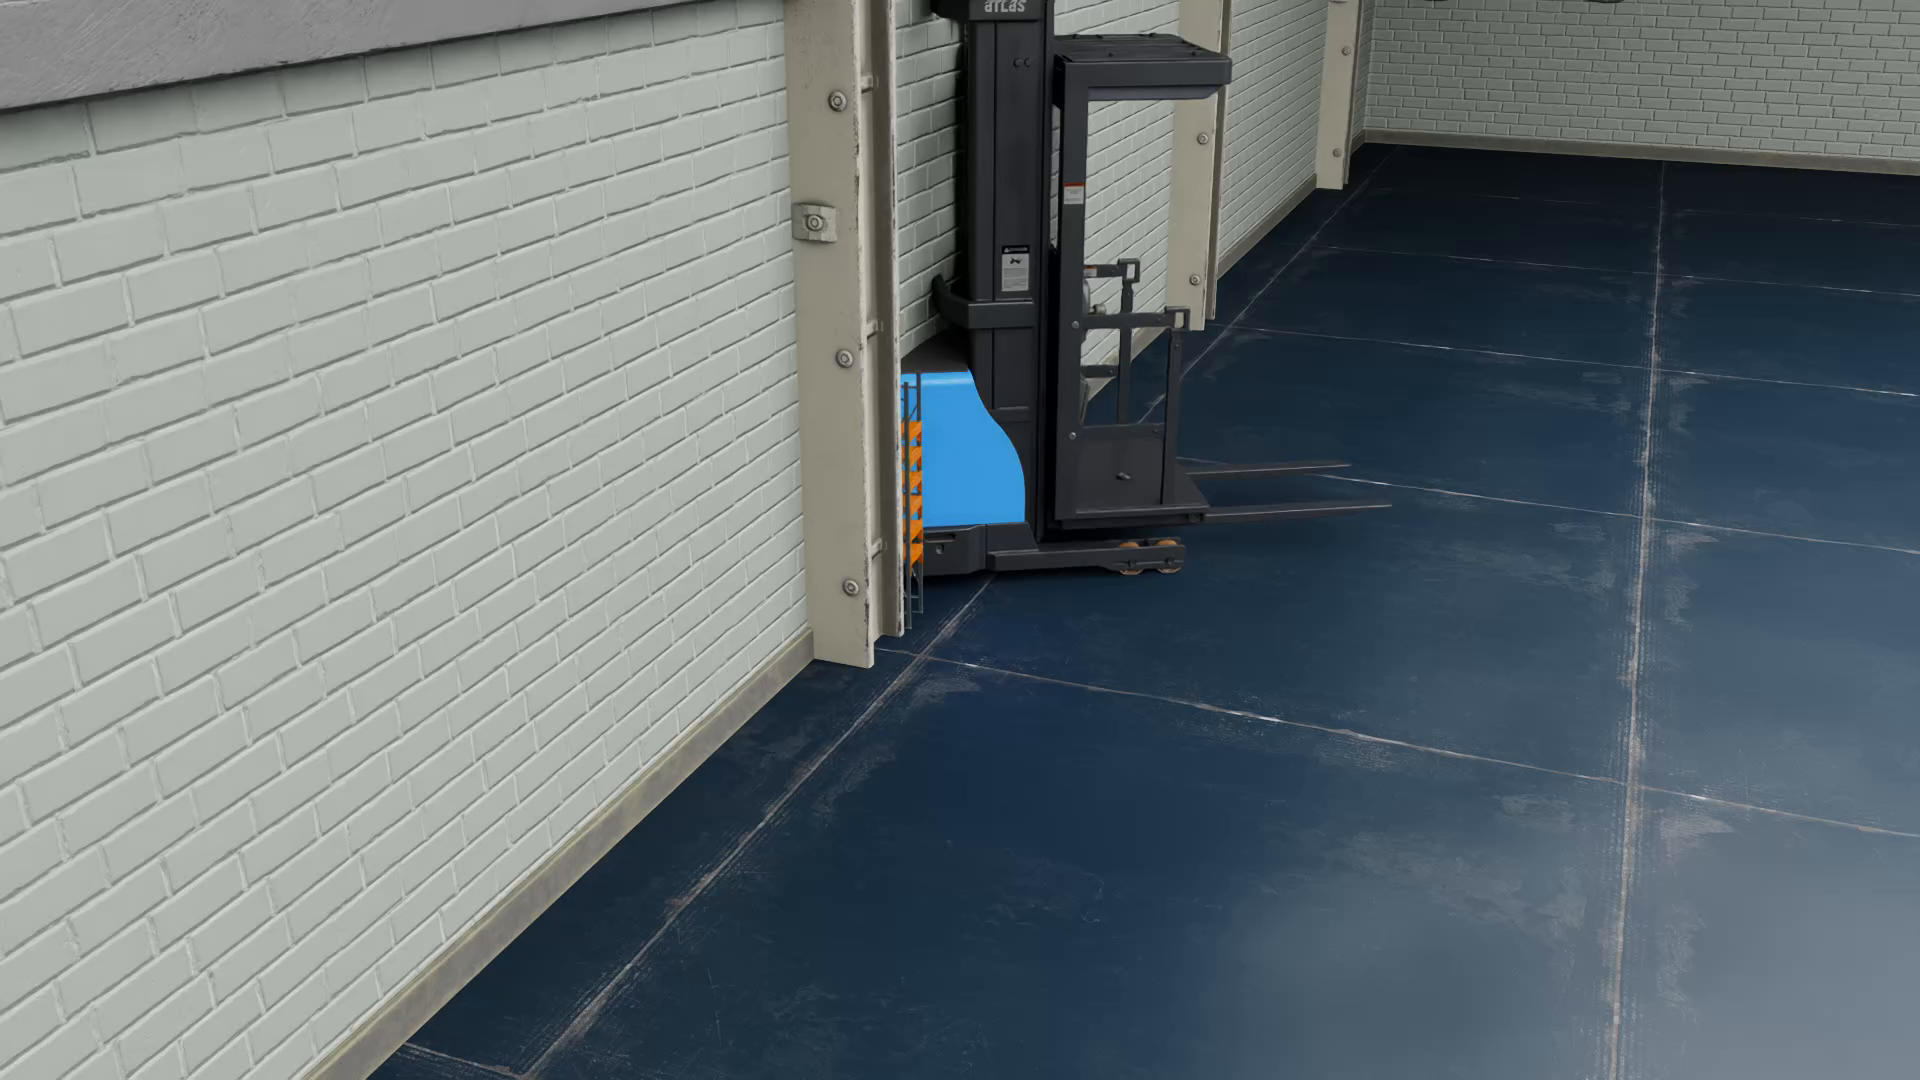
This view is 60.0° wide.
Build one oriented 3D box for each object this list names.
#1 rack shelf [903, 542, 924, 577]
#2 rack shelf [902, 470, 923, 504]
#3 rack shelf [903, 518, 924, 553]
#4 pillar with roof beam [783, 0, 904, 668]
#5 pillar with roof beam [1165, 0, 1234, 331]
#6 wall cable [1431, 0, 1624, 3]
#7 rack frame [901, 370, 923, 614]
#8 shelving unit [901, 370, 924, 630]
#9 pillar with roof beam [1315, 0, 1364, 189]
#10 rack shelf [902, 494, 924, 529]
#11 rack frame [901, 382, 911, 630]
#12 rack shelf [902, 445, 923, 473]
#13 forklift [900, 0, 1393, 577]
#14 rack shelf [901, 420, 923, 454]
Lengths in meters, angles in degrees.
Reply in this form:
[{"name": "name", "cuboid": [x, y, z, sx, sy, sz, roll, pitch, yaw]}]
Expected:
[{"name": "rack shelf", "cuboid": [-0.318, 0.079, 7.742, 0.258, 0.103, 0.180, 6, 23, 15]}, {"name": "rack shelf", "cuboid": [-0.317, -0.254, 7.604, 0.258, 0.103, 0.180, 6, 23, 15]}, {"name": "rack shelf", "cuboid": [-0.317, -0.032, 7.696, 0.258, 0.103, 0.180, 6, 23, 15]}, {"name": "pillar with roof beam", "cuboid": [3.524, -3.058, 4.397, 9.100, 9.000, 0.400, 9, 24, 20]}, {"name": "pillar with roof beam", "cuboid": [5.753, -5.206, 9.537, 9.100, 9.000, 0.400, 9, 24, 20]}, {"name": "wall cable", "cuboid": [6.306, -7.401, 18.822, 3.097, 2.526, 0.112, 9, 24, 20]}, {"name": "rack frame", "cuboid": [-0.292, -0.218, 7.714, 0.240, 1.200, 0.006, 6, 23, 15]}, {"name": "shelving unit", "cuboid": [-0.317, -0.184, 7.633, 0.258, 1.200, 0.189, 6, 23, 15]}, {"name": "pillar with roof beam", "cuboid": [7.981, -7.353, 14.677, 9.100, 9.000, 0.400, 9, 24, 20]}, {"name": "rack shelf", "cuboid": [-0.317, -0.143, 7.650, 0.258, 0.103, 0.180, 6, 23, 15]}, {"name": "rack frame", "cuboid": [-0.342, -0.151, 7.552, 0.240, 1.200, 0.006, 6, 23, 15]}, {"name": "rack shelf", "cuboid": [-0.317, -0.365, 7.559, 0.258, 0.103, 0.180, 6, 23, 15]}, {"name": "forklift", "cuboid": [0.695, -1.373, 8.235, 3.031, 2.935, 1.130, -3, 23, -7]}, {"name": "rack shelf", "cuboid": [-0.317, -0.476, 7.513, 0.258, 0.103, 0.180, 6, 23, 15]}]
